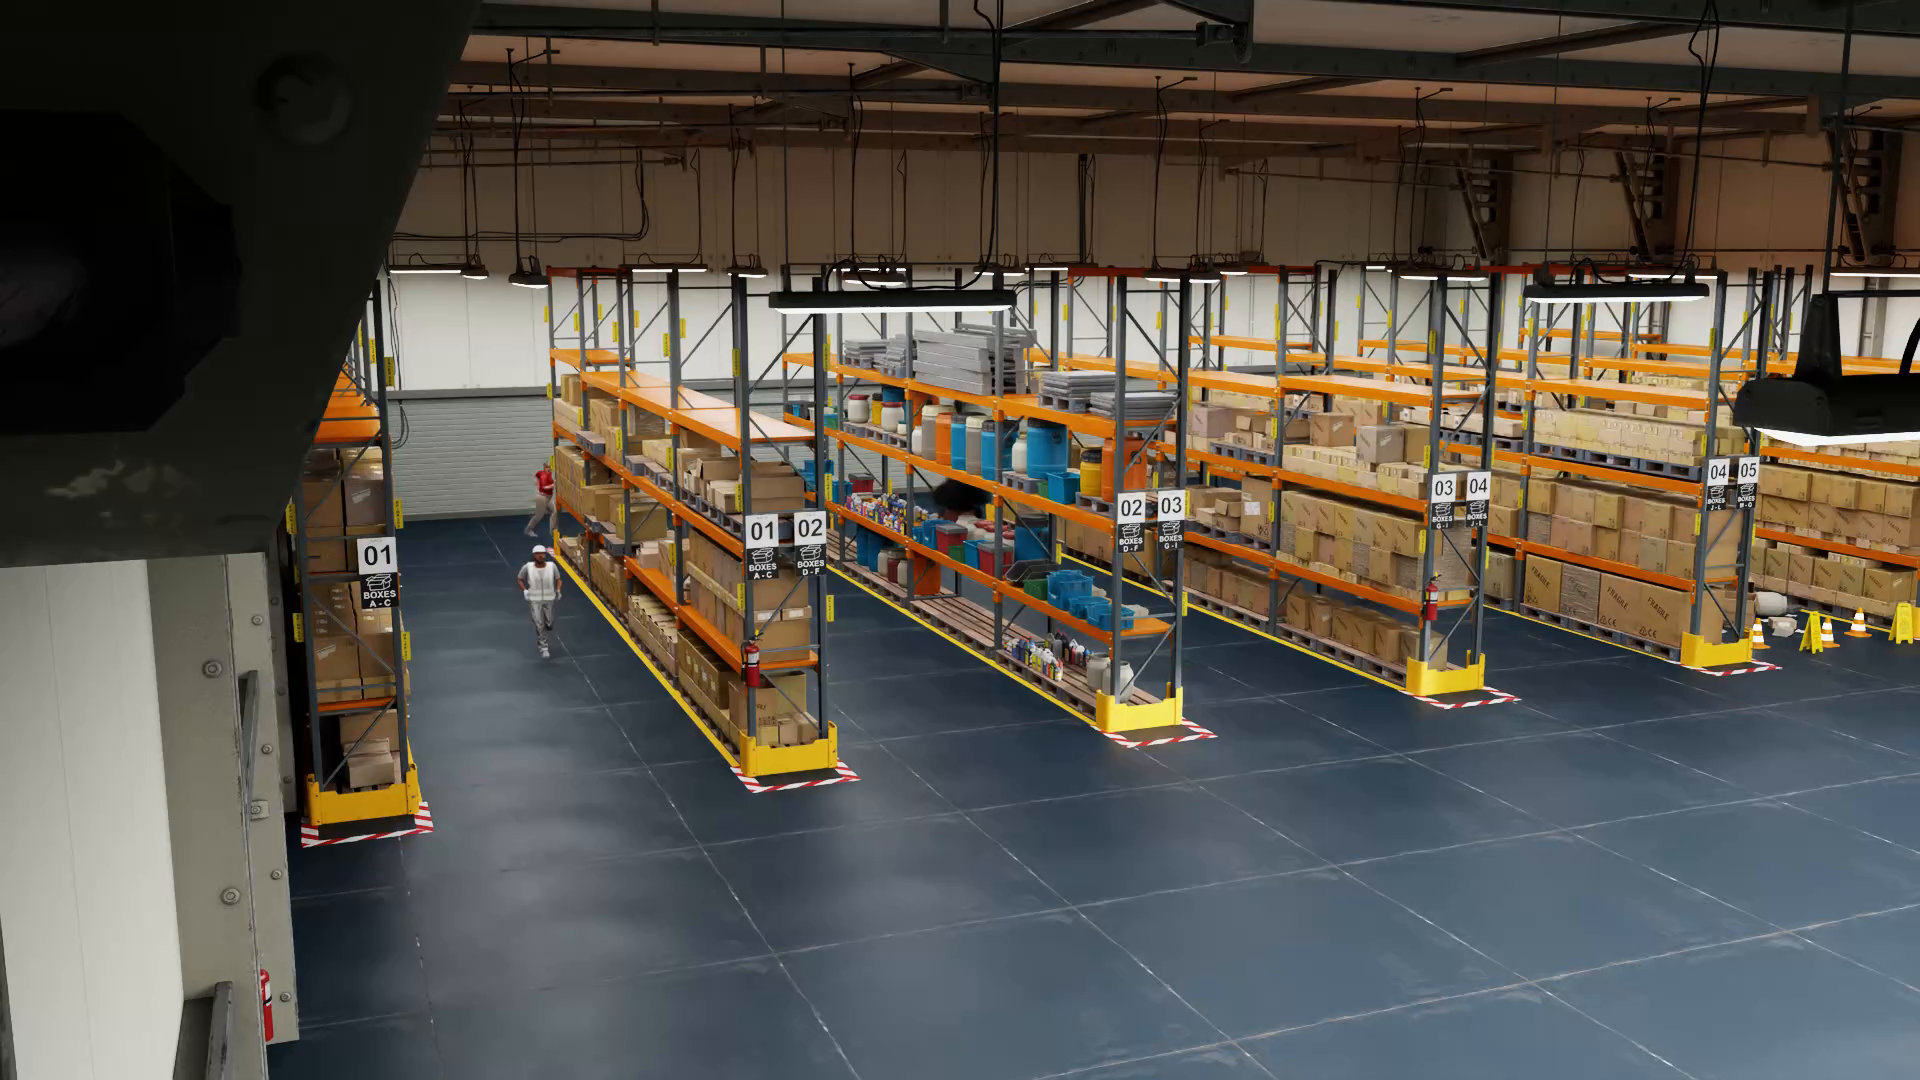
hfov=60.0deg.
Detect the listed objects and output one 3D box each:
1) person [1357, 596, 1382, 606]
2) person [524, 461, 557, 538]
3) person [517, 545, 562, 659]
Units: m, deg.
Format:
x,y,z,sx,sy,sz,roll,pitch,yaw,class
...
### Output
x,y,z,sx,sy,sz,roll,pitch,yaw,class
7.515,0.413,29.970,0.642,1.578,0.961,-3,10,-18,person
-9.189,-0.834,36.625,0.881,1.809,0.640,0,10,1,person
-6.614,0.946,26.233,0.681,1.759,0.738,-4,11,-21,person
